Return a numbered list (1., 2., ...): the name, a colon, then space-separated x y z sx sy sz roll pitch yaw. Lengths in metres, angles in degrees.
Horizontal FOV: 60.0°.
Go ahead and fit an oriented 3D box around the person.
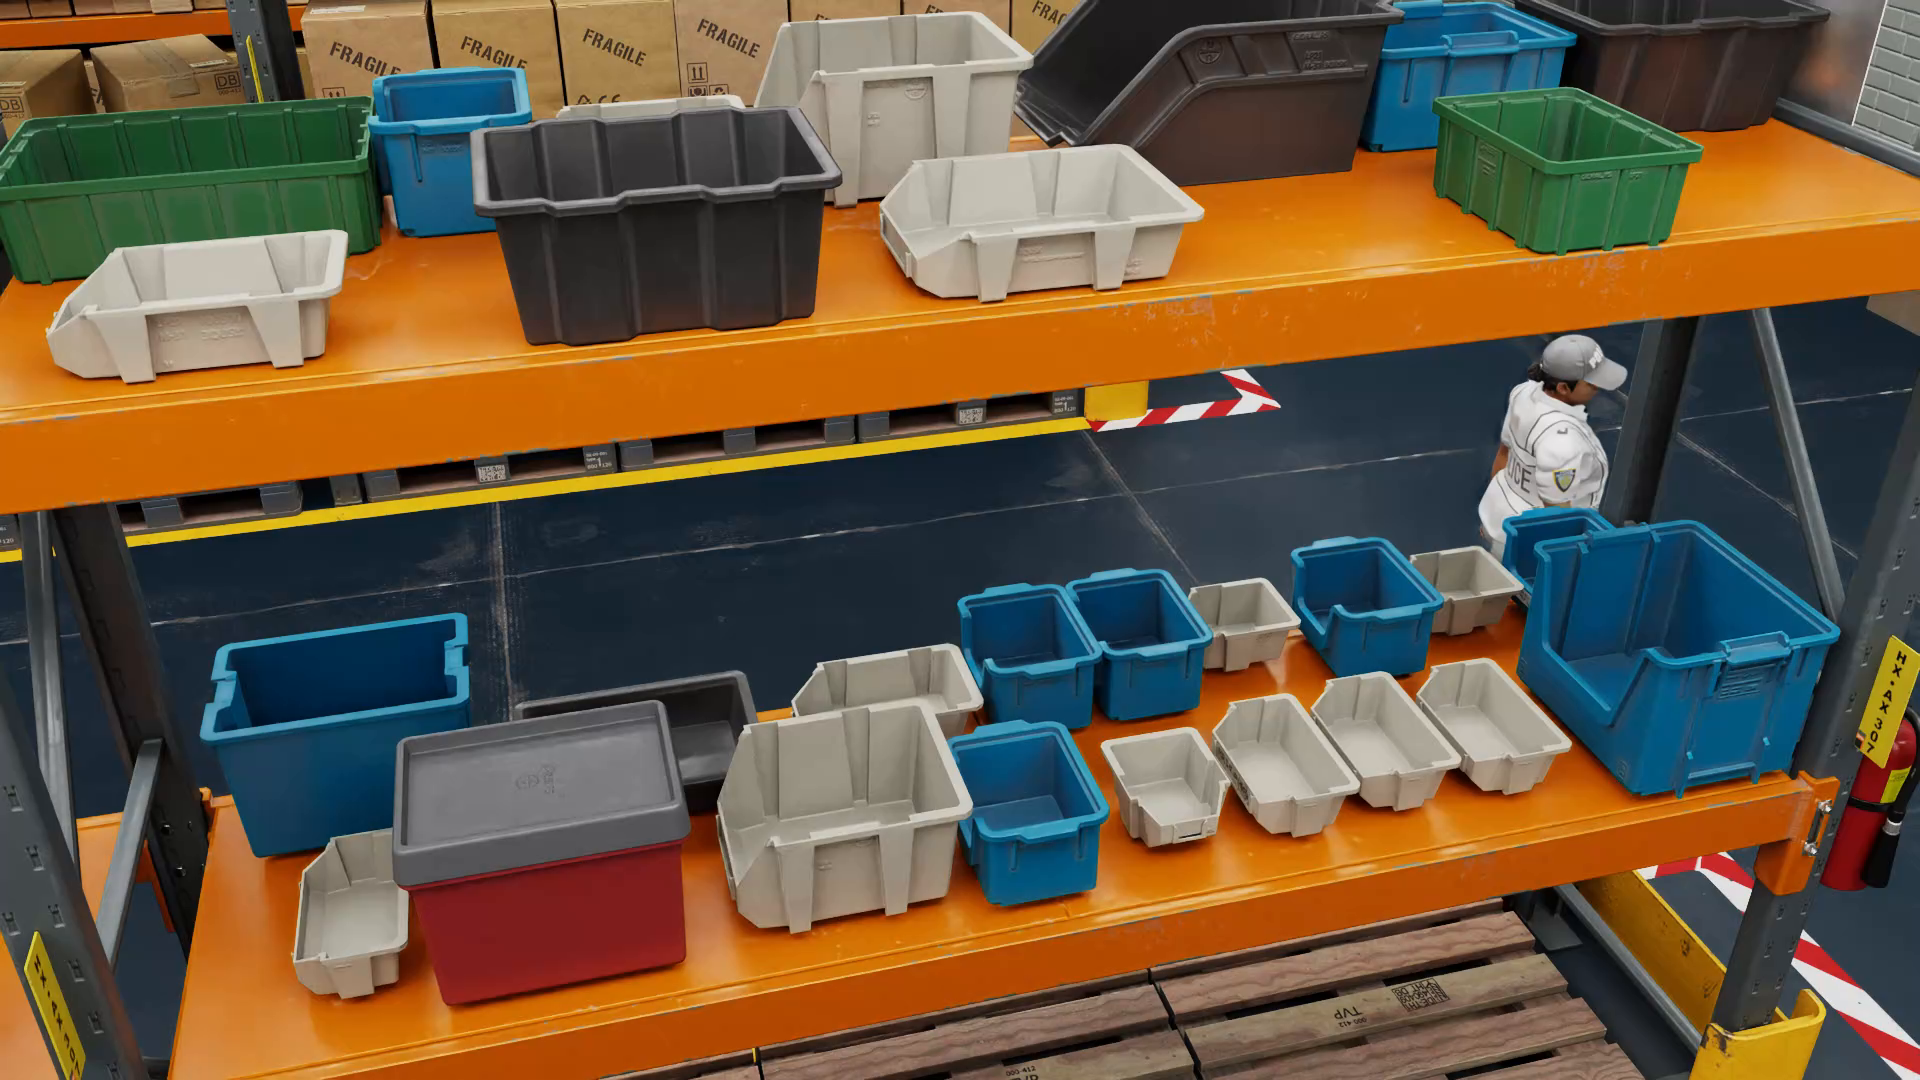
1. person: 2.153 0.011 6.137 0.471 1.702 0.524 1 30 2
